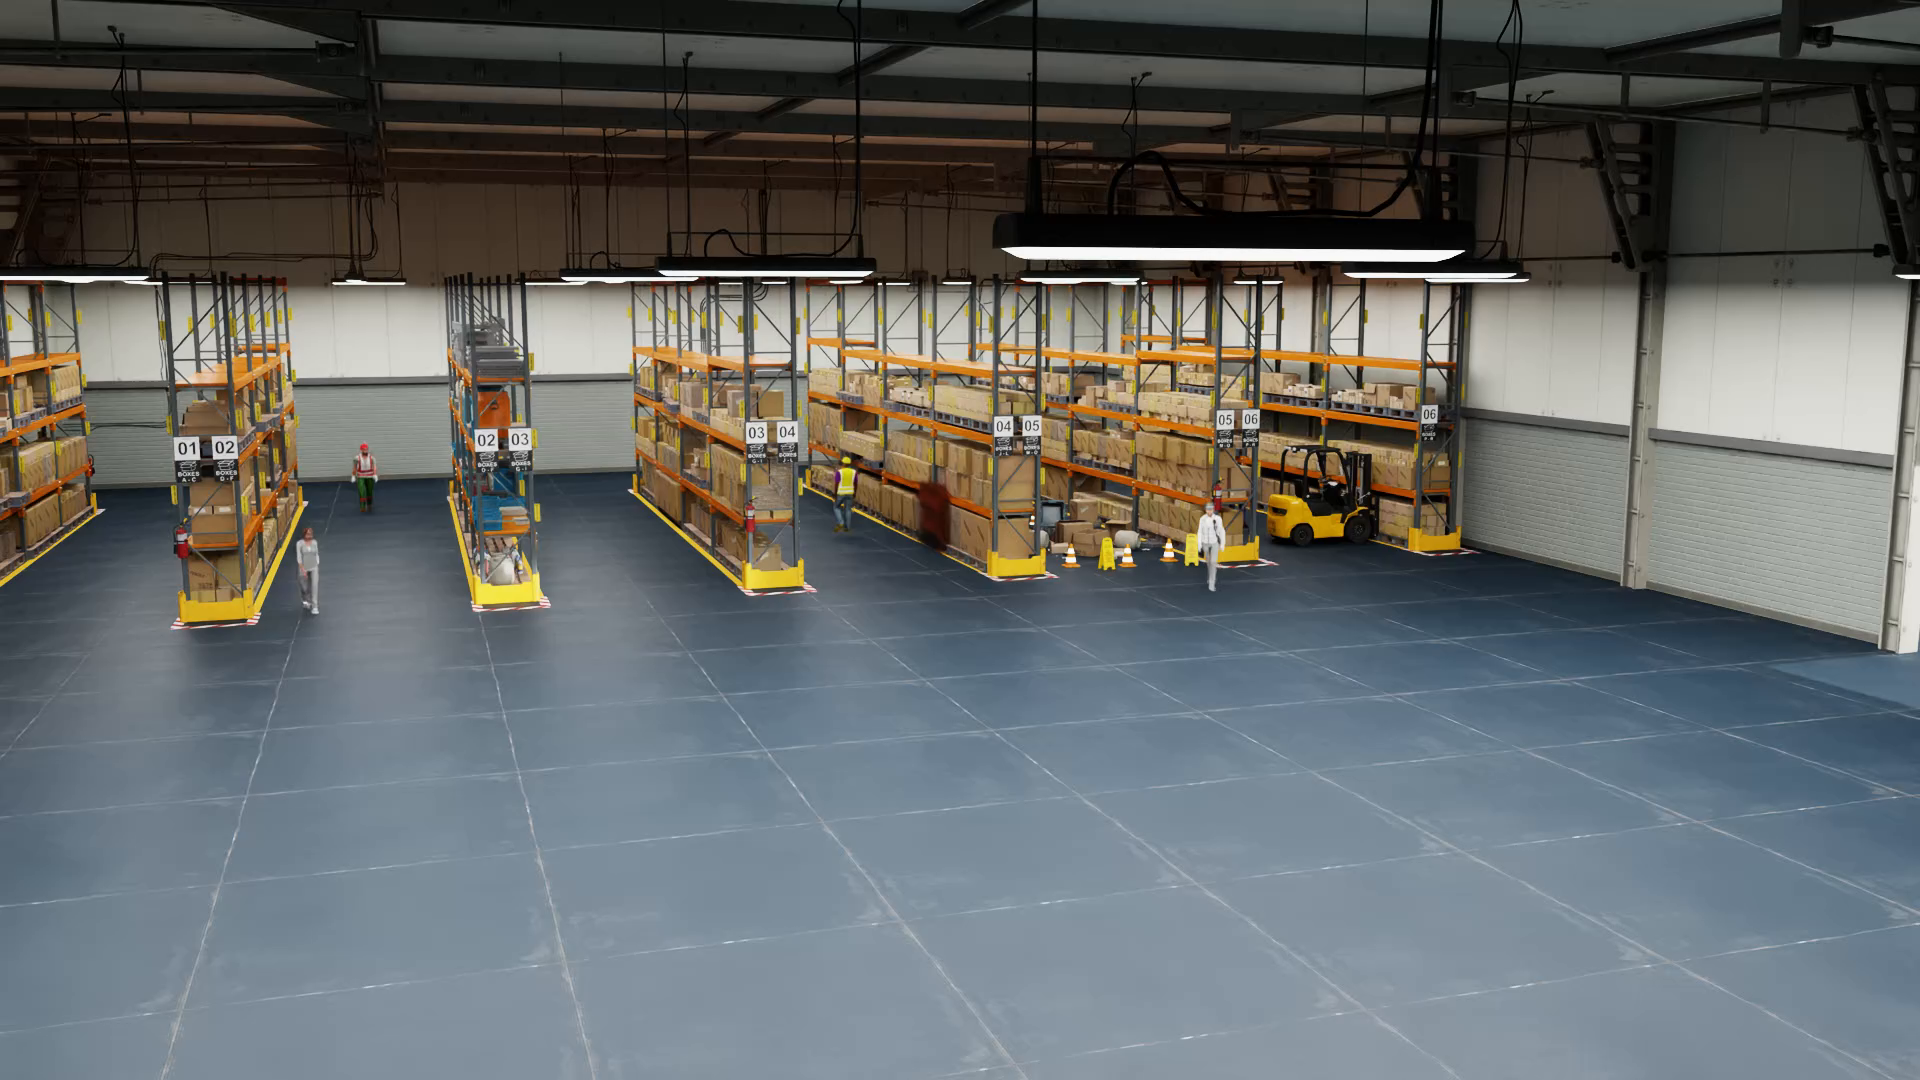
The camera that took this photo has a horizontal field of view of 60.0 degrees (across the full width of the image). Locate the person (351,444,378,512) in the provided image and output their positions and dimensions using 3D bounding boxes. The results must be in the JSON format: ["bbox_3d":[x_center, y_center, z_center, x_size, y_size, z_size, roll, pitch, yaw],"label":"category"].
[{"bbox_3d":[-15.328,-1.616,42.804,0.632,1.720,1.050,-4,9,-23],"label":"person"}]

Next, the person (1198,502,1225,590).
[{"bbox_3d":[4.812,0.085,31.986,0.511,1.623,0.870,5,10,31],"label":"person"}]

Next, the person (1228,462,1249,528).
[{"bbox_3d":[6.590,-1.038,39.528,0.544,1.646,0.501,-1,9,-7],"label":"person"}]

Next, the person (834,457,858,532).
[{"bbox_3d":[-2.672,-1.072,38.741,0.588,1.756,0.456,-3,9,-20],"label":"person"}]

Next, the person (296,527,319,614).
[{"bbox_3d":[-11.546,0.525,29.495,0.398,1.513,0.985,-5,10,-28],"label":"person"}]
